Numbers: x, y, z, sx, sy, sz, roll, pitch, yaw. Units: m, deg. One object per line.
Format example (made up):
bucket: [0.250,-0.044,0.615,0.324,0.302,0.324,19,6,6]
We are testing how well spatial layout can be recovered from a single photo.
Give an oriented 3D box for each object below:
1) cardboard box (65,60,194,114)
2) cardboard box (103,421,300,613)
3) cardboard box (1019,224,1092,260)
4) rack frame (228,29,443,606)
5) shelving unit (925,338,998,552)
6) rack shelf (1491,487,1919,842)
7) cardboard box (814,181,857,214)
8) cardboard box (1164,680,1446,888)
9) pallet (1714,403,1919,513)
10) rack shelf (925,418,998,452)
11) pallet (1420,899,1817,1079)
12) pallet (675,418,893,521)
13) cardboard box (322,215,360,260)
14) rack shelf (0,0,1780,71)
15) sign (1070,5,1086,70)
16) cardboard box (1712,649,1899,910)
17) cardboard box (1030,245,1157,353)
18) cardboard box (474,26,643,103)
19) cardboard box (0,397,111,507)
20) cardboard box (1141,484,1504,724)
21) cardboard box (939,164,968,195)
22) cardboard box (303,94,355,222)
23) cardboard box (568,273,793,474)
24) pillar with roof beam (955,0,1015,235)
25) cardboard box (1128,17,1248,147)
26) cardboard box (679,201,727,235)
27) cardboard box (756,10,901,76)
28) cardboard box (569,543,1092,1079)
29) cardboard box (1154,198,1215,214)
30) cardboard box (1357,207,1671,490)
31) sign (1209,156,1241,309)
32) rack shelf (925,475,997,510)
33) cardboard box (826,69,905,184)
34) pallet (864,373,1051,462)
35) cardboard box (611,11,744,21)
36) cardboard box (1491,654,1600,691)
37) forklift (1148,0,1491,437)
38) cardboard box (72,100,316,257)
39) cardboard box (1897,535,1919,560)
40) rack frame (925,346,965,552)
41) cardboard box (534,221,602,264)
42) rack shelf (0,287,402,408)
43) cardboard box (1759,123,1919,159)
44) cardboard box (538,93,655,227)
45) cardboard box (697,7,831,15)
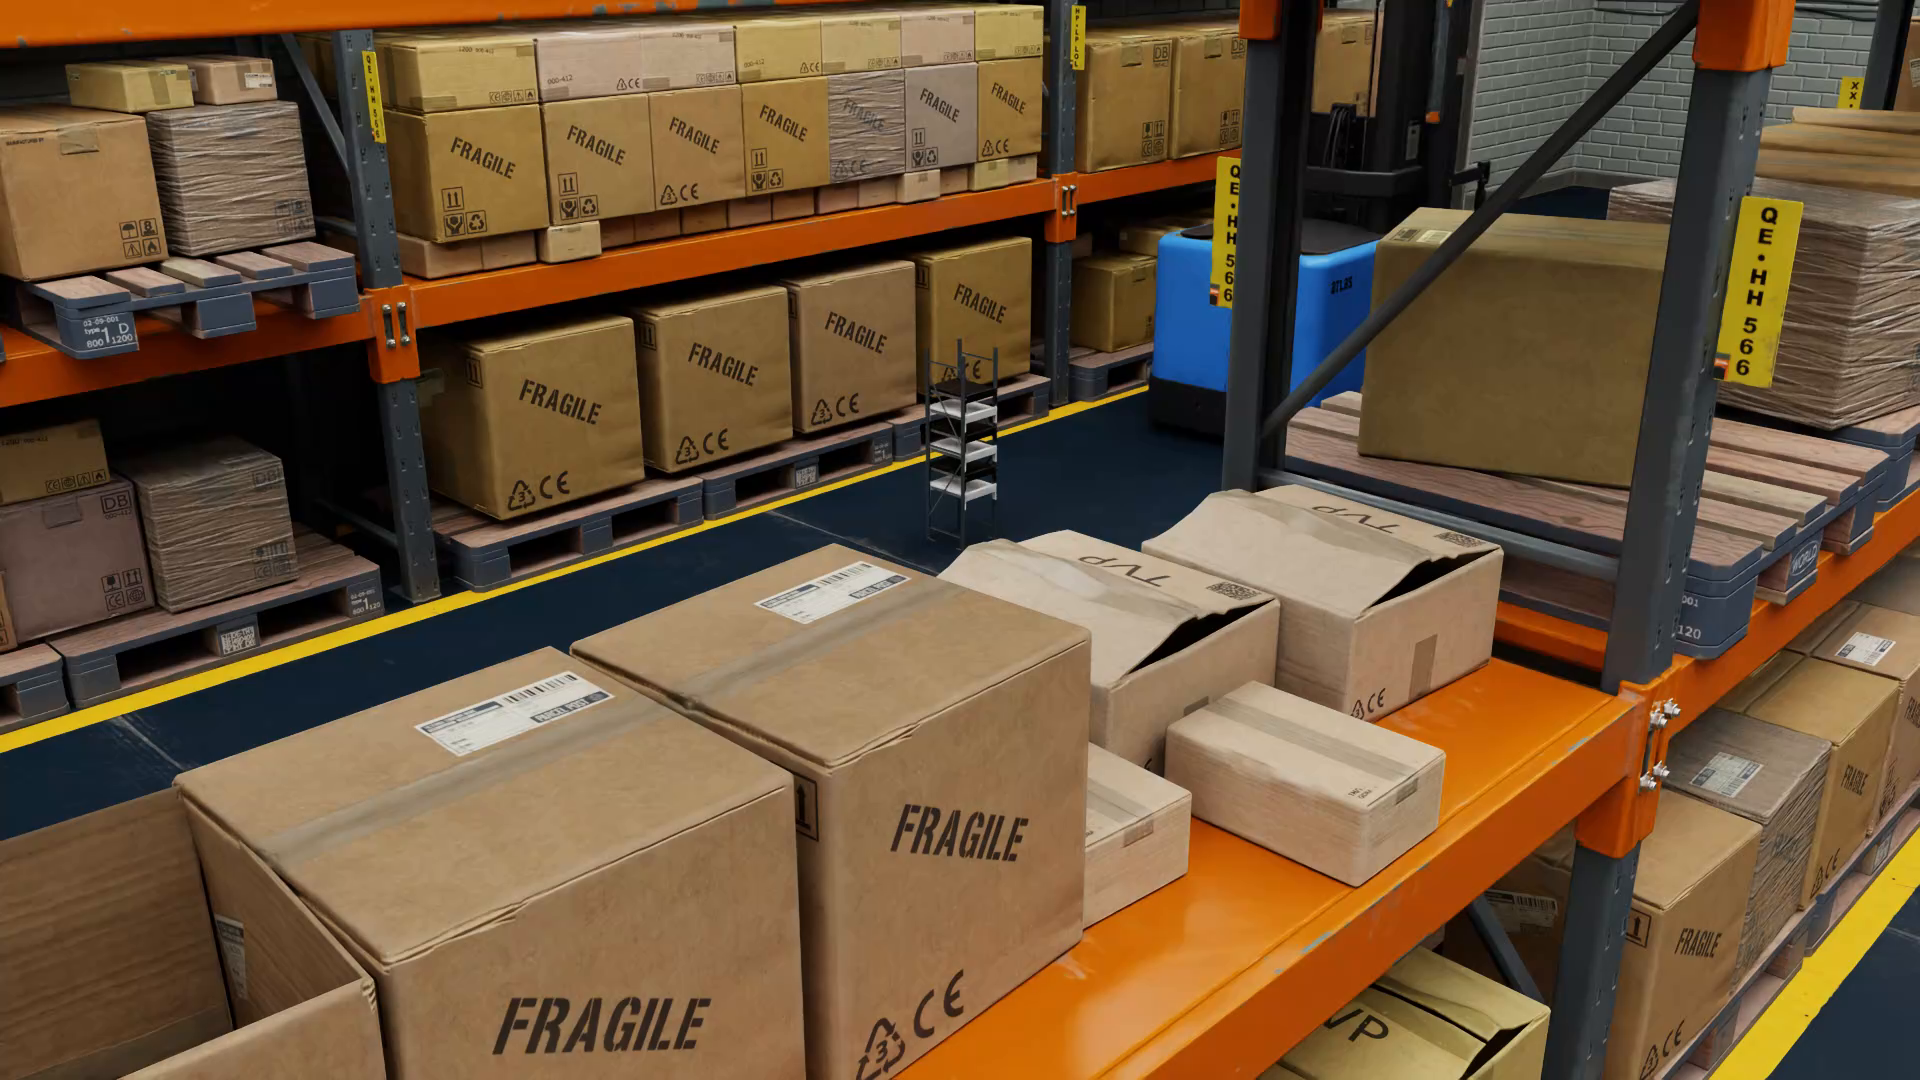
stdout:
cardboard box: [-2.996,-1.639,6.001,0.380,0.149,0.250,14,25,32]
cardboard box: [-3.028,-0.107,6.543,0.500,0.500,0.700,-20,29,-41]
cardboard box: [0.579,-1.806,10.087,0.380,0.149,0.250,19,28,40]
rack frame: [-2.563,-1.267,6.689,1.000,3.000,0.127,19,28,41]
shelving unit: [0.006,-0.422,7.419,0.258,0.900,0.210,19,28,41]
rack shelf: [2.384,-0.206,4.933,1.077,0.370,4.000,19,28,41]
cardboard box: [-0.723,-1.714,8.174,0.380,0.149,0.250,18,28,39]
cardboard box: [0.559,0.390,2.730,0.380,0.149,0.250,19,28,41]
pallet: [2.342,-0.439,4.804,1.003,0.211,1.213,19,28,41]
rack shelf: [0.006,-0.475,7.398,0.258,0.077,0.200,19,28,41]
pallet: [1.537,1.091,4.441,1.003,0.211,1.213,19,28,41]
pallet: [-1.108,-0.461,8.480,1.003,0.211,1.213,19,28,41]
cardboard box: [-2.519,-1.307,7.115,0.250,0.149,0.380,-20,28,-41]
rack shelf: [-0.406,-0.578,1.719,1.077,0.370,4.000,19,28,41]
sign: [0.623,-2.665,8.824,0.100,0.325,0.005,19,28,41]
cardboard box: [2.226,0.624,4.640,0.500,0.500,0.500,19,28,40]
cardboard box: [0.823,-1.491,10.171,0.700,0.500,0.500,20,29,41]
cardboard box: [-1.687,-2.002,6.975,0.500,0.250,0.500,19,28,40]
cardboard box: [-3.470,-0.326,6.068,0.500,0.250,0.500,-20,28,-41]
cardboard box: [0.704,0.096,3.267,0.500,0.311,0.500,-18,27,-39]
cardboard box: [-0.178,-1.903,8.667,0.250,0.149,0.380,-19,28,-40]
cardboard box: [-2.422,-1.649,7.102,0.500,0.500,0.500,19,28,41]
cardboard box: [-1.340,-0.839,7.988,0.750,0.750,0.750,19,28,40]
pillar with roof beam: [3.181,-4.414,6.516,9.100,9.000,0.400,19,28,41]
cardboard box: [1.631,-2.946,10.640,0.980,0.700,0.700,18,27,38]
cardboard box: [-1.290,-1.523,7.679,0.250,0.149,0.380,-20,28,-41]
cardboard box: [-0.634,-2.396,7.999,0.500,0.250,0.500,-19,28,-41]
cardboard box: [-0.170,0.361,2.315,0.500,0.500,0.500,17,27,38]
cardboard box: [1.485,-2.141,10.959,0.380,0.149,0.250,19,28,40]
cardboard box: [1.347,-0.461,3.867,0.700,0.500,0.500,9,23,23]
sign: [0.594,-0.665,3.620,0.100,0.325,0.005,19,28,41]
rack shelf: [0.006,-0.223,7.495,0.258,0.077,0.200,19,28,41]
cardboard box: [-0.619,-2.047,8.139,0.500,0.500,0.500,19,28,41]
pallet: [-0.257,-0.776,9.300,1.003,0.211,1.213,19,28,41]
cardboard box: [-1.353,-2.387,7.978,0.500,0.250,0.500,18,28,39]
cardboard box: [1.509,0.269,4.520,0.500,0.250,0.500,-19,28,-40]
forklift: [2.381,-2.257,9.361,1.130,2.935,3.031,17,27,38]
cardboard box: [-2.884,-1.395,6.271,0.700,0.500,0.500,15,26,35]
cardboard box: [3.290,0.229,5.669,0.500,0.500,0.500,19,28,41]
rack frame: [-0.065,-0.396,7.351,0.240,0.900,0.006,19,28,41]
cardboard box: [-1.739,-1.295,7.086,0.250,0.149,0.380,-19,28,-40]
rack shelf: [-3.958,-0.417,5.481,1.077,0.370,4.000,19,28,41]
cardboard box: [2.854,-1.040,5.376,0.500,0.500,0.700,-15,26,-34]
cardboard box: [-1.669,-1.655,7.117,0.500,0.500,0.500,-19,28,-40]
cardboard box: [-0.986,-2.520,8.324,0.500,0.250,0.500,18,27,39]
